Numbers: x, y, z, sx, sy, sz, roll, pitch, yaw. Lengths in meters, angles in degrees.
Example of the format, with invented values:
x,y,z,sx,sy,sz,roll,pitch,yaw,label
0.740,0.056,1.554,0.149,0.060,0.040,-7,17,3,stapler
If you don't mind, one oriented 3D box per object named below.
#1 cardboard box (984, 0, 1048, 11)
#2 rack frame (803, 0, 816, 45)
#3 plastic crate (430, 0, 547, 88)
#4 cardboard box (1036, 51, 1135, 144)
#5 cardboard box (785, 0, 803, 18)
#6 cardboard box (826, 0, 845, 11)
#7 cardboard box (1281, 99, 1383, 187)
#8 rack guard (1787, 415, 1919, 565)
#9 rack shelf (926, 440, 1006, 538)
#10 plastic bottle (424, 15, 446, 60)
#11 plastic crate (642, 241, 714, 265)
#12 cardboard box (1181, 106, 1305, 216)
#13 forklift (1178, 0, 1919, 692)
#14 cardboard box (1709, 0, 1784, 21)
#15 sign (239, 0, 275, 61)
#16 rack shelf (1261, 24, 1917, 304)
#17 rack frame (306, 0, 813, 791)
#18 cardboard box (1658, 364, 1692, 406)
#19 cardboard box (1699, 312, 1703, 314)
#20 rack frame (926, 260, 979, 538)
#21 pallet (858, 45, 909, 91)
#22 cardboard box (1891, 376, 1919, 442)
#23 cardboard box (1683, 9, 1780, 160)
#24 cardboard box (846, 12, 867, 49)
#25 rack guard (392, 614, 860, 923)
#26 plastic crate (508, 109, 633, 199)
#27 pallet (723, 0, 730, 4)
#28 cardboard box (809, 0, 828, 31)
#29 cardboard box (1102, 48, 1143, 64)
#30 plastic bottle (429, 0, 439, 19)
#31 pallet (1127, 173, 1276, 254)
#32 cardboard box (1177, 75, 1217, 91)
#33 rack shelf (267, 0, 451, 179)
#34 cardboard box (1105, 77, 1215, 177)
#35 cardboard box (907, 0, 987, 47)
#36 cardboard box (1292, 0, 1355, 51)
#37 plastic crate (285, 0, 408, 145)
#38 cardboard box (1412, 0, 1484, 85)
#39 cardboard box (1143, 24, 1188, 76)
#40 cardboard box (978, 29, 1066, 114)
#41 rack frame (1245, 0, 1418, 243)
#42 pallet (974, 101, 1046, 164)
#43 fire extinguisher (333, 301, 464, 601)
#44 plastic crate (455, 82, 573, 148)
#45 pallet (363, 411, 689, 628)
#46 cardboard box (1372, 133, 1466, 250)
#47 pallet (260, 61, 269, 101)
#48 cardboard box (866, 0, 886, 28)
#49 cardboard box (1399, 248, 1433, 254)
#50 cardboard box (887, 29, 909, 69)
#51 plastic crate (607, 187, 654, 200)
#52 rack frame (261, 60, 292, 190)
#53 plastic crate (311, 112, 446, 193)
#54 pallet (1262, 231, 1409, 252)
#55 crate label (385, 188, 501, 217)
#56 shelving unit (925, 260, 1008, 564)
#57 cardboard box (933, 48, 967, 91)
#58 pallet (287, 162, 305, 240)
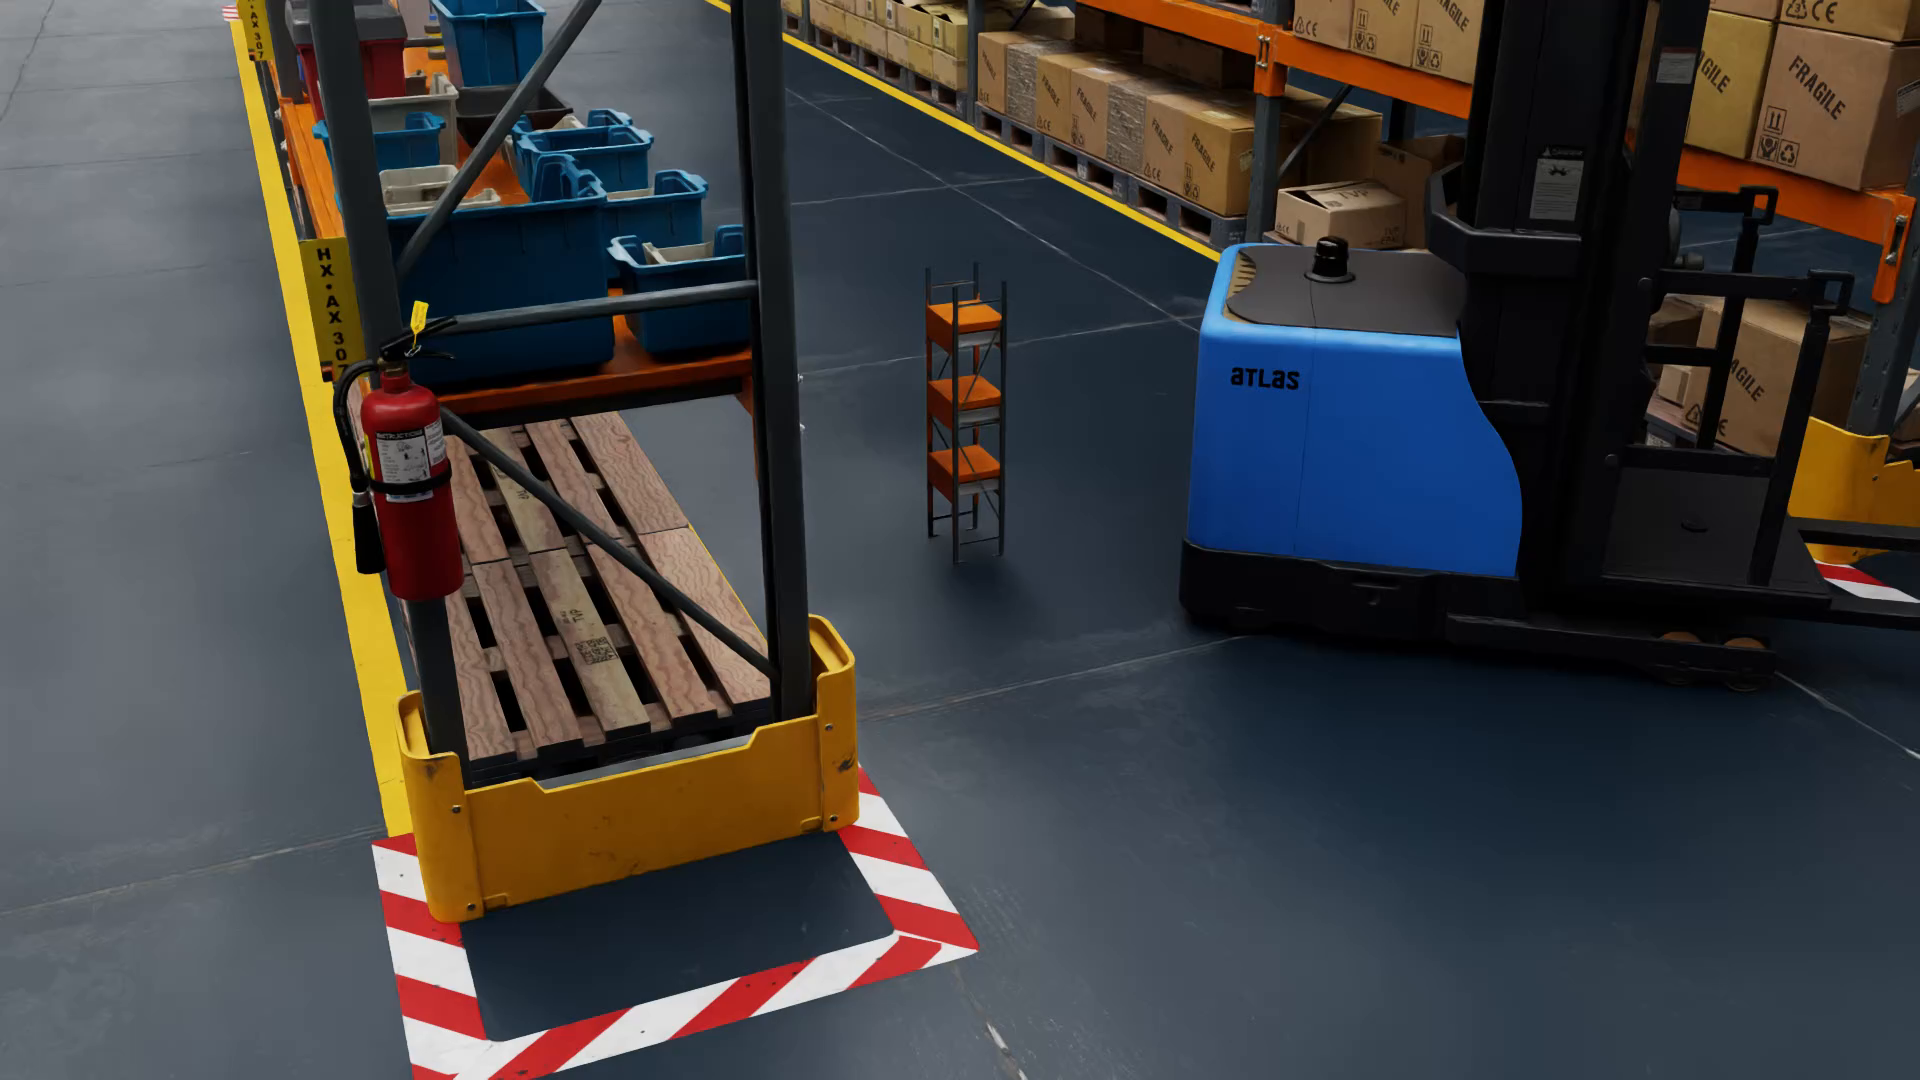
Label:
x,y,z,sx,sy,sz,roll,pitch,yaw,label
0.391,-4.294,13.642,0.500,0.311,0.500,-11,28,-22,cardboard box
-1.028,-6.231,15.593,1.000,3.000,0.127,-11,28,-21,rack frame
-1.957,-2.042,6.963,0.392,0.384,0.575,-11,28,-21,plastic crate
0.856,-3.044,11.414,0.500,0.500,0.500,-11,28,-21,cardboard box
-1.410,-5.334,16.411,0.500,0.250,0.500,-11,28,-21,cardboard box
-0.904,-5.024,15.136,0.500,0.311,0.500,-11,28,-21,cardboard box
2.140,-2.313,9.916,0.500,0.500,0.500,-12,28,-23,cardboard box
3.642,-0.294,6.282,1.175,0.500,0.348,-11,28,-21,rack guard
0.021,-0.191,6.102,0.215,0.259,0.240,-11,28,-21,rack shelf
-2.535,-2.434,8.042,0.097,0.201,0.097,0,26,0,plastic bottle
-0.731,-0.745,4.590,0.250,0.136,0.298,-11,28,-21,plastic crate
1.648,-2.226,9.738,0.500,0.500,0.500,-11,28,-21,cardboard box
2.317,-1.094,5.149,3.031,2.935,1.130,6,27,11,forklift
3.046,-2.217,6.119,0.500,0.500,0.500,-10,28,-19,cardboard box
-2.961,-2.183,6.986,0.100,0.325,0.005,-11,28,-21,sign
2.889,-1.871,7.483,1.077,0.370,4.000,-11,28,-21,rack shelf
-0.887,-0.537,3.931,1.000,3.000,0.127,-11,28,-21,rack frame
3.156,-0.667,6.926,0.380,0.166,0.250,-11,28,-21,cardboard box
3.524,-0.819,7.141,0.500,0.250,0.500,-11,28,-21,cardboard box
-0.027,-0.499,6.076,0.200,1.050,0.008,-11,28,-21,rack frame
-0.222,-4.194,14.599,1.003,0.211,1.213,-11,28,-21,pallet
3.824,-0.531,6.667,0.380,0.149,0.250,-11,28,-21,cardboard box
3.040,-1.774,6.352,0.500,0.500,0.500,-10,28,-20,cardboard box
-0.693,-4.564,14.833,0.500,0.250,0.500,-11,28,-22,cardboard box
-0.866,0.594,4.464,1.175,0.500,0.348,-11,28,-21,rack guard
-1.314,-1.298,5.612,0.416,0.233,0.300,-11,28,-21,plastic crate
-2.256,-6.291,18.895,1.003,0.211,1.213,-11,28,-21,pallet
-1.098,-4.979,15.684,0.500,0.250,0.500,-11,28,-22,cardboard box
1.323,-3.144,11.619,0.500,0.500,0.500,-12,28,-22,cardboard box
-2.647,-2.722,8.548,0.152,0.276,0.135,-11,28,-21,plastic bottle
1.752,-2.070,10.250,1.003,0.211,1.213,-11,28,-21,pallet
1.732,-2.729,10.769,0.500,0.500,0.500,-10,28,-20,cardboard box
-3.237,-2.636,9.050,1.077,0.370,4.000,-11,28,-21,rack shelf
1.267,-2.629,10.564,0.500,0.500,0.500,-10,28,-20,cardboard box
-0.102,-4.199,13.448,0.500,0.311,0.500,-11,28,-21,cardboard box
2.054,-2.794,8.439,0.500,0.500,0.500,-10,28,-19,cardboard box
-2.335,-1.804,6.385,0.402,0.464,0.583,-11,28,-21,plastic crate
2.452,-2.385,7.603,0.500,0.500,0.500,-11,28,-21,cardboard box
1.552,-3.256,10.993,0.500,0.250,0.500,-11,28,-22,cardboard box
0.454,-3.458,12.261,0.500,0.500,0.500,-9,28,-18,cardboard box
2.105,-3.001,8.979,1.000,3.000,0.127,-11,28,-21,rack frame
0.796,-3.055,12.267,1.003,0.211,1.213,-11,28,-21,pallet
-1.246,-0.196,3.745,0.296,0.674,0.183,-11,28,-21,fire extinguisher
-1.768,-1.650,6.455,0.437,0.125,0.590,-11,28,-21,plastic crate
-1.649,-0.115,6.246,1.003,0.211,1.213,-11,28,-21,pallet
2.589,-1.895,9.059,0.500,0.500,0.500,-11,28,-21,cardboard box
-5.244,-3.818,13.829,1.003,0.211,1.213,-11,28,-21,pallet
-0.492,-4.606,14.281,0.500,0.311,0.500,-10,28,-19,cardboard box
2.419,-1.372,8.369,0.380,0.166,0.250,-11,28,-21,cardboard box
-0.291,-4.151,13.988,0.500,0.250,0.500,-10,28,-19,cardboard box
-0.996,-1.019,5.151,0.250,0.136,0.298,-11,28,-21,plastic crate
-4.020,-3.767,10.546,1.000,3.000,0.127,-11,28,-21,rack frame
-1.928,-1.274,5.563,0.416,0.233,0.300,-11,28,-21,plastic crate
2.373,-1.471,9.022,1.003,0.211,1.213,-11,28,-21,pallet
-1.605,-0.971,5.053,0.396,0.136,0.243,-11,28,-21,crate label
0.021,-0.450,5.975,0.215,1.050,0.252,-11,28,-21,shelving unit
0.108,-3.740,13.146,0.500,0.250,0.500,-10,28,-19,cardboard box
-3.673,-2.203,10.520,1.003,0.211,1.213,-11,28,-21,pallet
